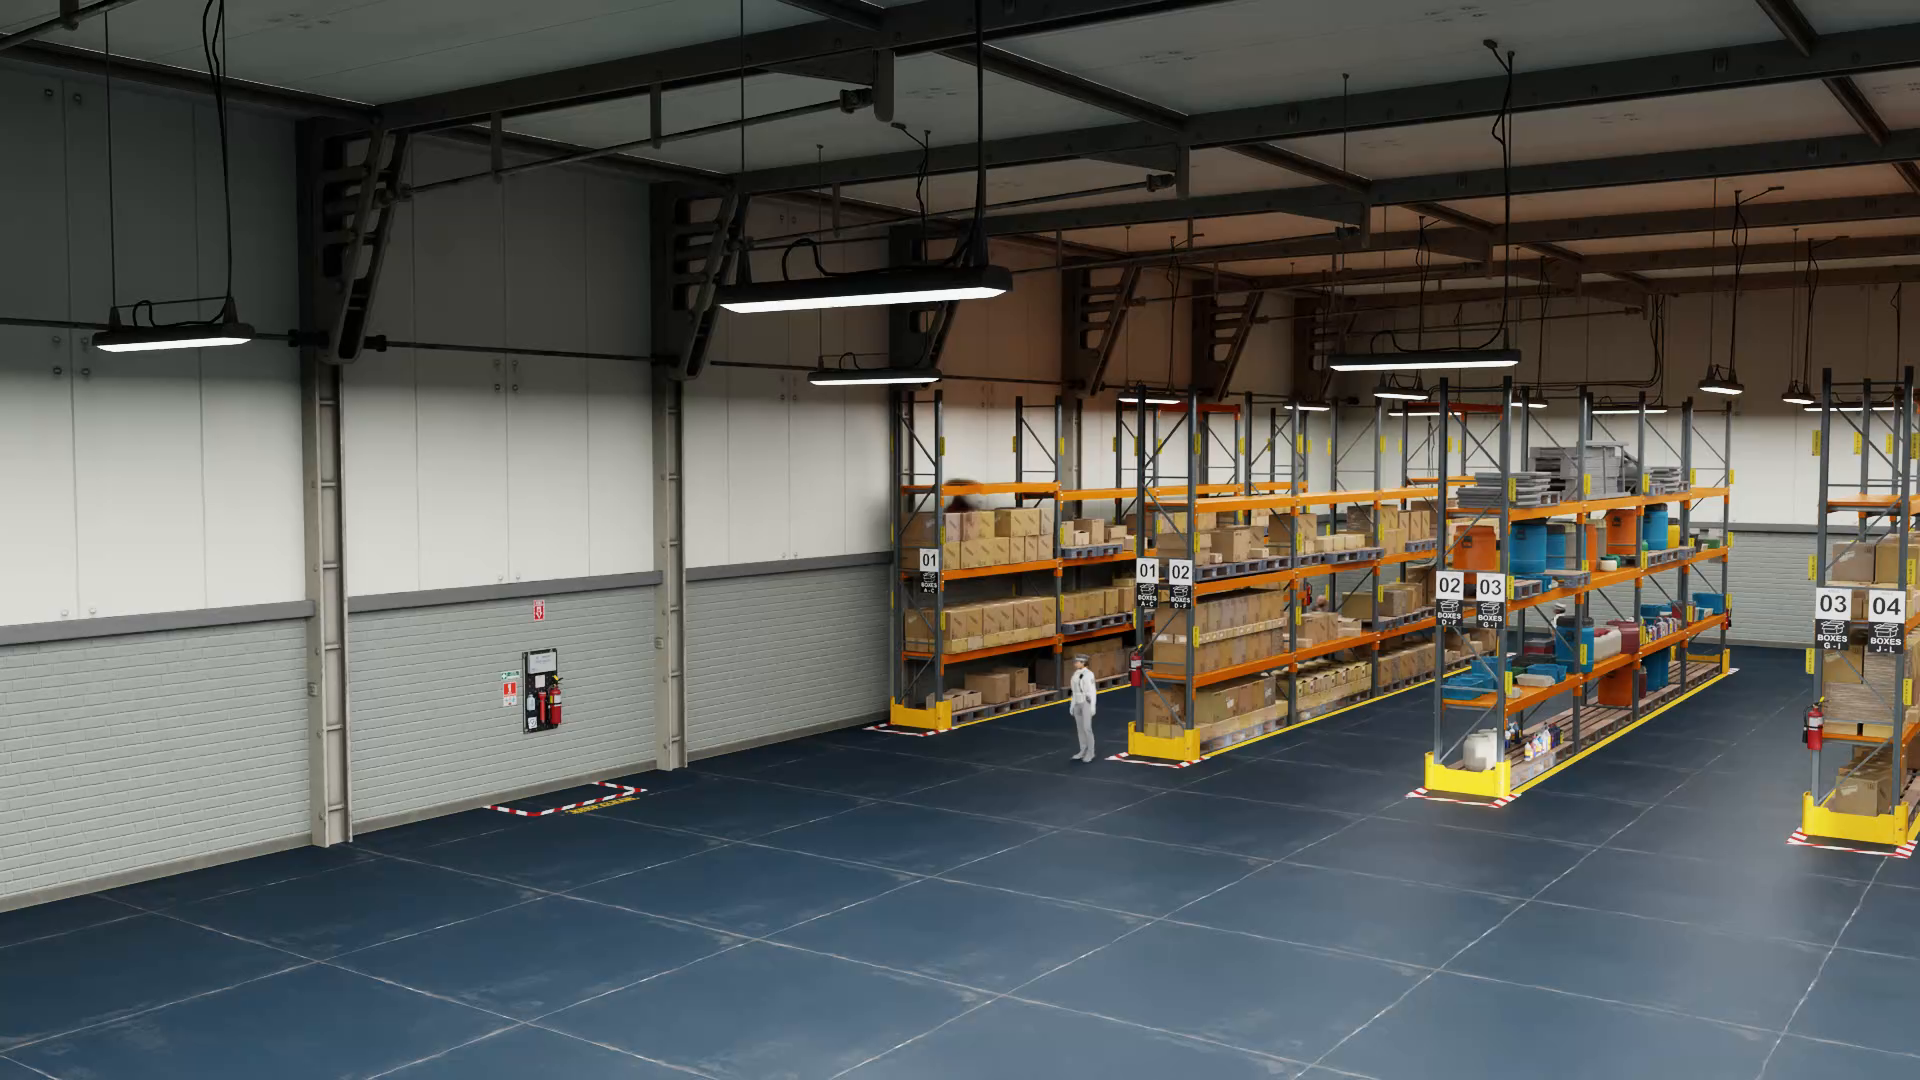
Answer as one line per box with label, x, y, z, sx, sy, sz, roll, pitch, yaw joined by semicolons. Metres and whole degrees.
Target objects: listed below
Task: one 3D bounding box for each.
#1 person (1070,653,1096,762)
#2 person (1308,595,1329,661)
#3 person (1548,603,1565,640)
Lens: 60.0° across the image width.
person;1.961;2.676;26.642;0.350;1.722;0.554;-2;4;-34
person;7.960;2.111;36.655;0.660;1.814;0.936;2;4;36
person;12.679;2.175;35.250;0.357;1.695;0.534;2;4;36
